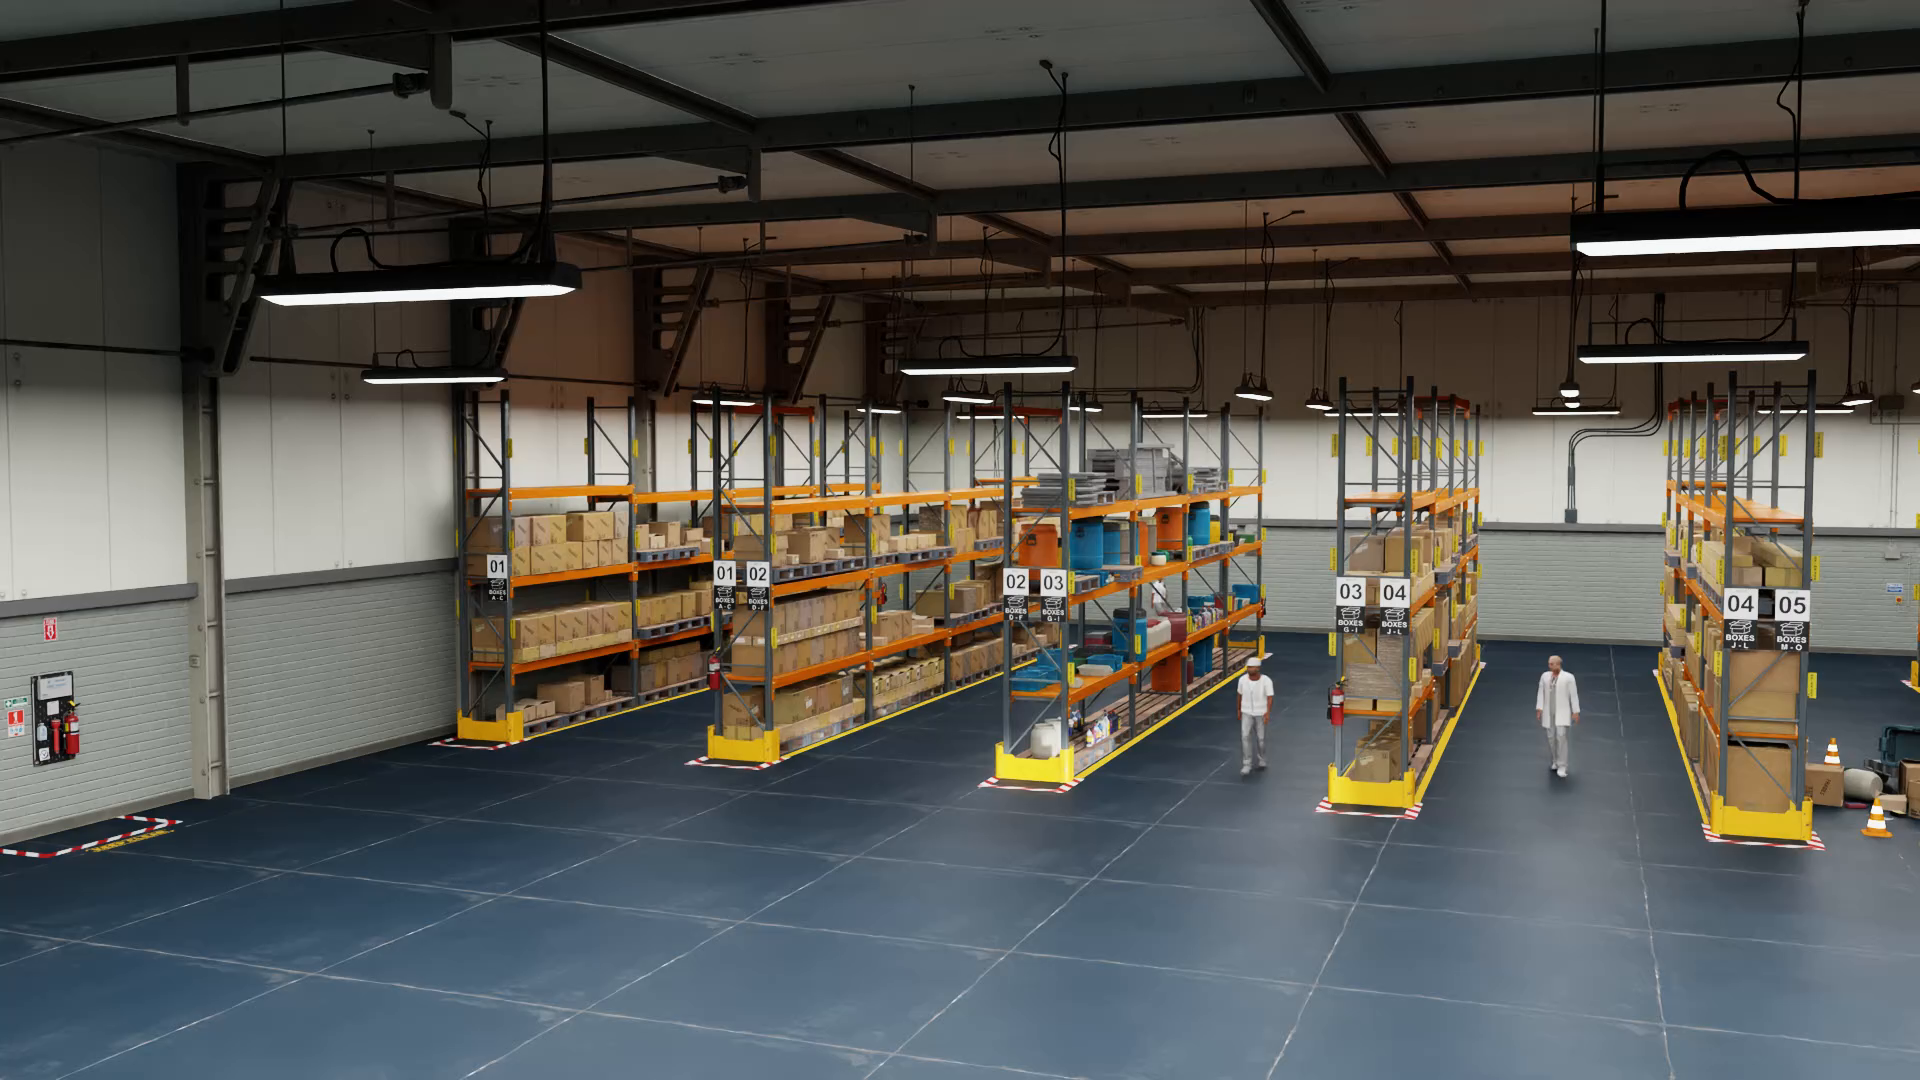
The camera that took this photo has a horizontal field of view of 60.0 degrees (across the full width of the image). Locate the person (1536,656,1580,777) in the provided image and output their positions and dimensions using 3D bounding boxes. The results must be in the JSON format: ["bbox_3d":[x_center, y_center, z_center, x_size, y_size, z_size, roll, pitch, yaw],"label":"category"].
[{"bbox_3d":[9.207,2.701,25.765,0.706,1.794,0.661,-3,4,-43],"label":"person"}]

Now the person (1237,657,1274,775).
[{"bbox_3d":[4.553,2.698,25.770,0.601,1.753,0.866,1,3,22],"label":"person"}]

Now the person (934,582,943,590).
[{"bbox_3d":[-0.558,1.914,41.438,0.390,1.715,0.539,-1,3,-23],"label":"person"}]

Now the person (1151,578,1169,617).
[{"bbox_3d":[5.434,1.697,45.008,0.920,1.634,0.465,3,4,44],"label":"person"}]
